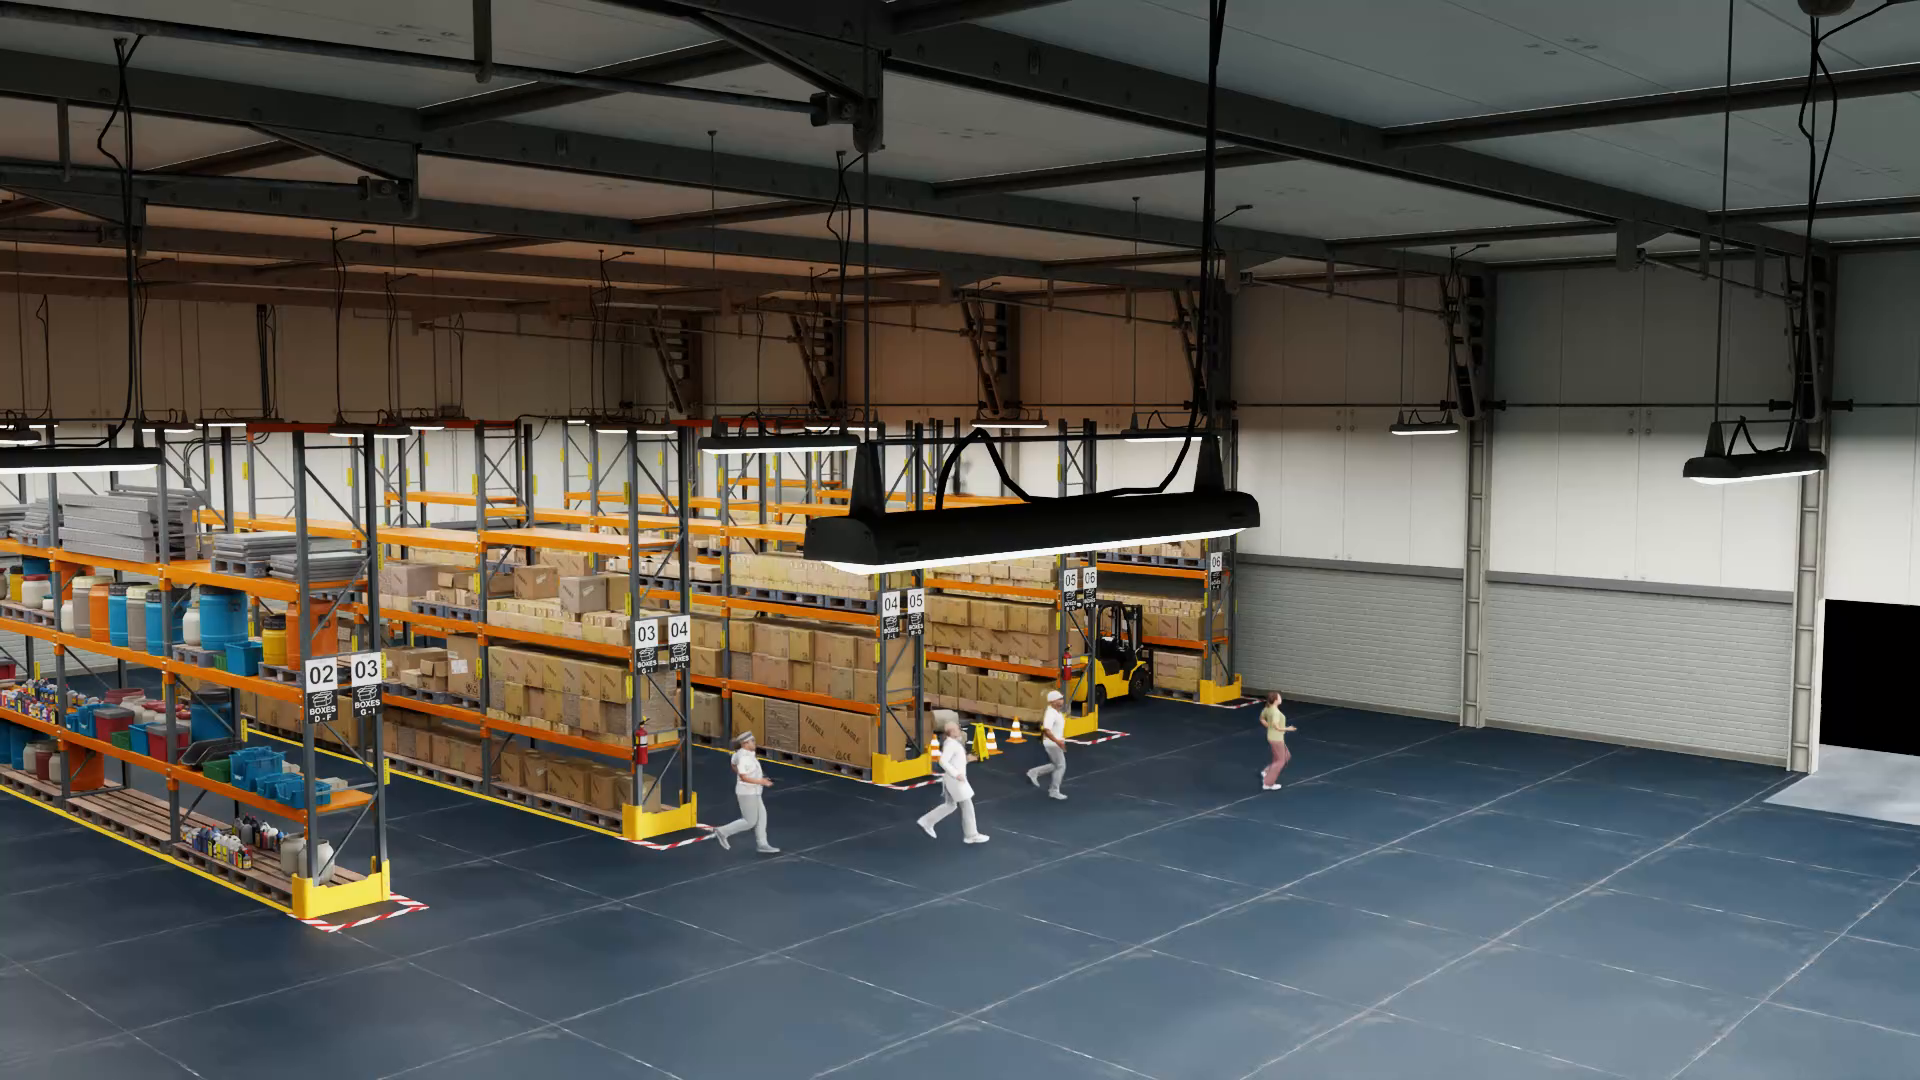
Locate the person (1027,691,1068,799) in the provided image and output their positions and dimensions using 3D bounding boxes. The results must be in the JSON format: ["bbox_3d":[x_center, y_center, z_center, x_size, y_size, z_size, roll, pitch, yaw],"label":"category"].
[{"bbox_3d":[1.404,3.288,26.767,0.671,1.753,0.694,0,5,6],"label":"person"}]

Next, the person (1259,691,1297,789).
[{"bbox_3d":[5.226,3.277,27.274,0.526,1.627,0.570,0,5,-4],"label":"person"}]

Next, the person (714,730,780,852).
[{"bbox_3d":[-2.994,3.545,23.338,0.911,1.770,0.668,-1,5,-8],"label":"person"}]

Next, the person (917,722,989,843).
[{"bbox_3d":[-0.097,3.479,23.886,1.033,1.750,0.707,-1,5,-10],"label":"person"}]
